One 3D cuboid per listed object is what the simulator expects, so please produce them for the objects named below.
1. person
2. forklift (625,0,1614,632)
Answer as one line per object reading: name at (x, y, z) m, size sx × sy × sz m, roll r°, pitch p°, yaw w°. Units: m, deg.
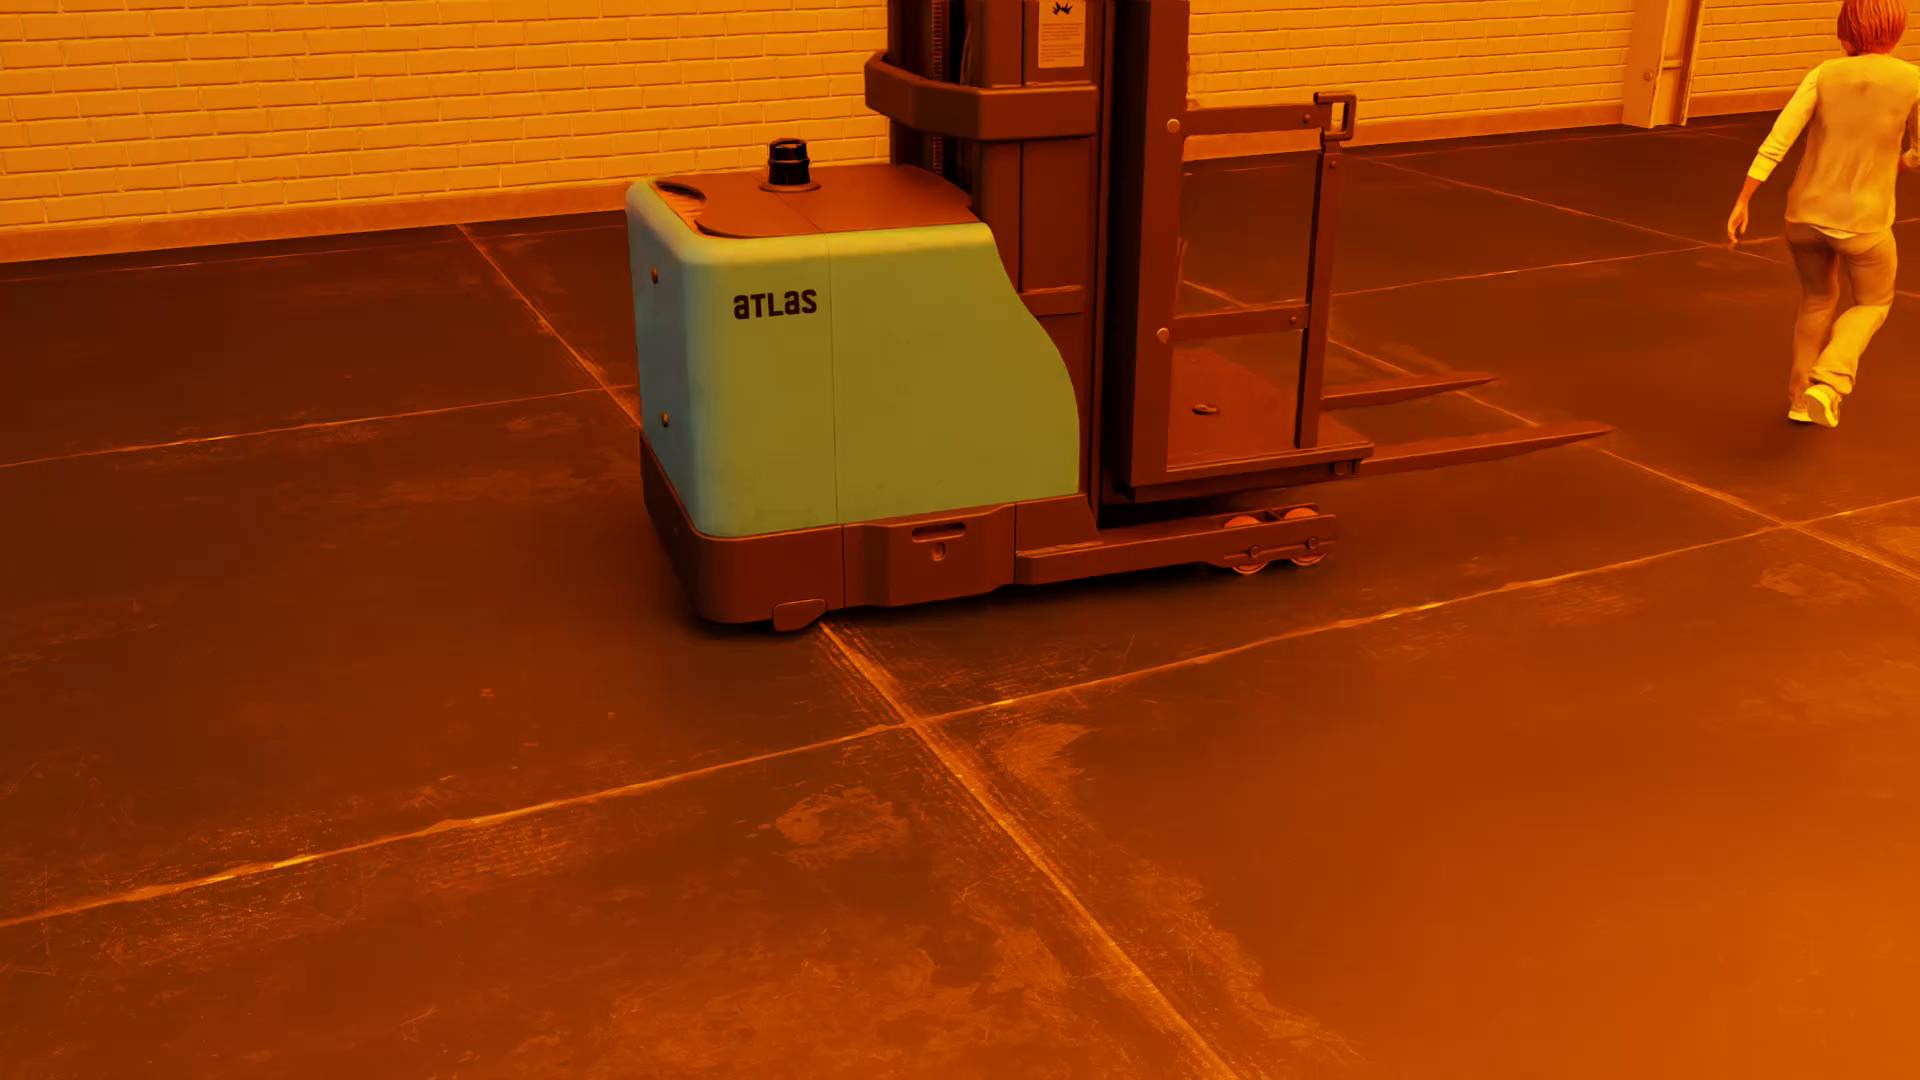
person at (3.067, -1.133, 5.846) m, size 0.563 × 1.540 × 0.579 m, roll 21°, pitch 30°, yaw 40°
forklift at (0.587, -1.437, 4.745) m, size 3.031 × 2.935 × 1.130 m, roll -8°, pitch 24°, yaw -18°
